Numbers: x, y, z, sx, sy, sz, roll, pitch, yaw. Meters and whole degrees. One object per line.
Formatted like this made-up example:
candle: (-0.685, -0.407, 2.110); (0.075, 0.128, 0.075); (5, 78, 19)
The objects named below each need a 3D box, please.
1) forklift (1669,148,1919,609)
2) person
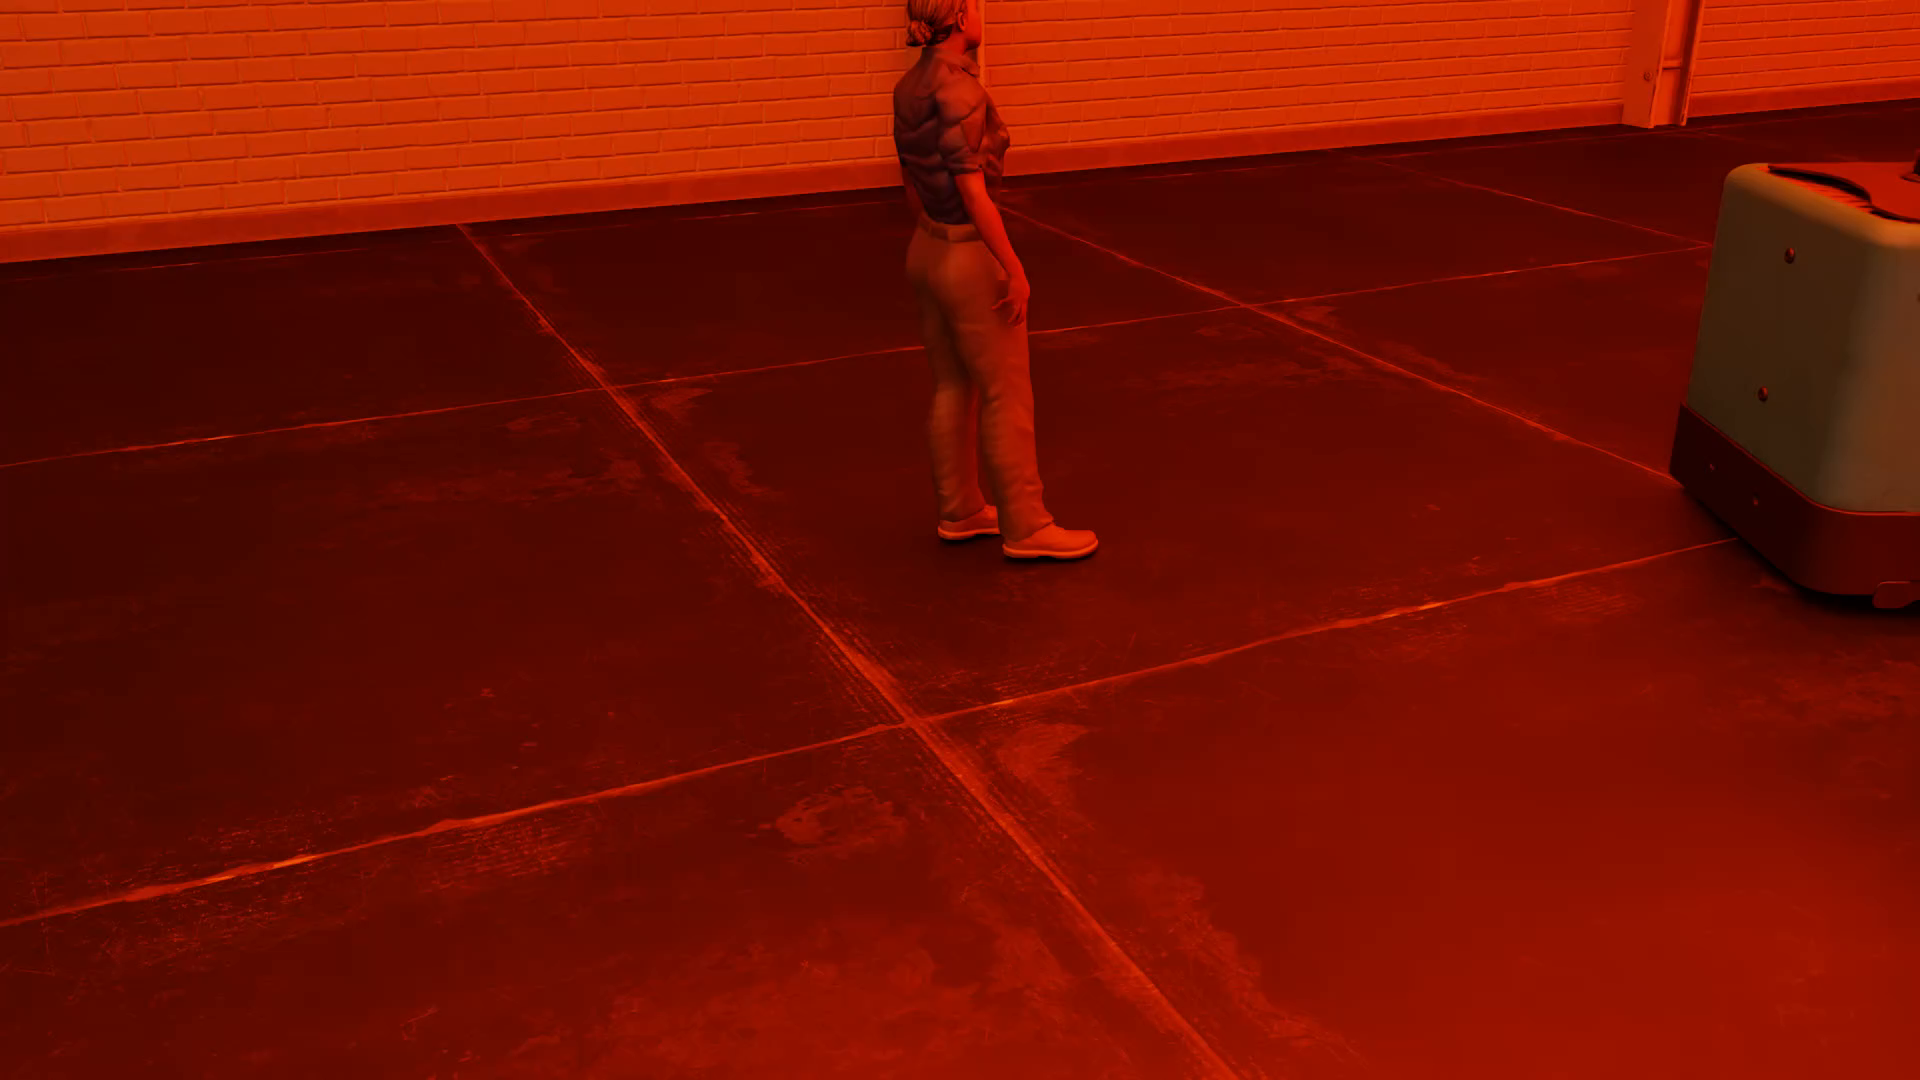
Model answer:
forklift: (3.836, -1.338, 4.507); (3.031, 2.935, 1.130); (0, 23, 0)
person: (0.088, -0.778, 4.805); (0.503, 1.656, 0.570); (-10, 25, -23)
